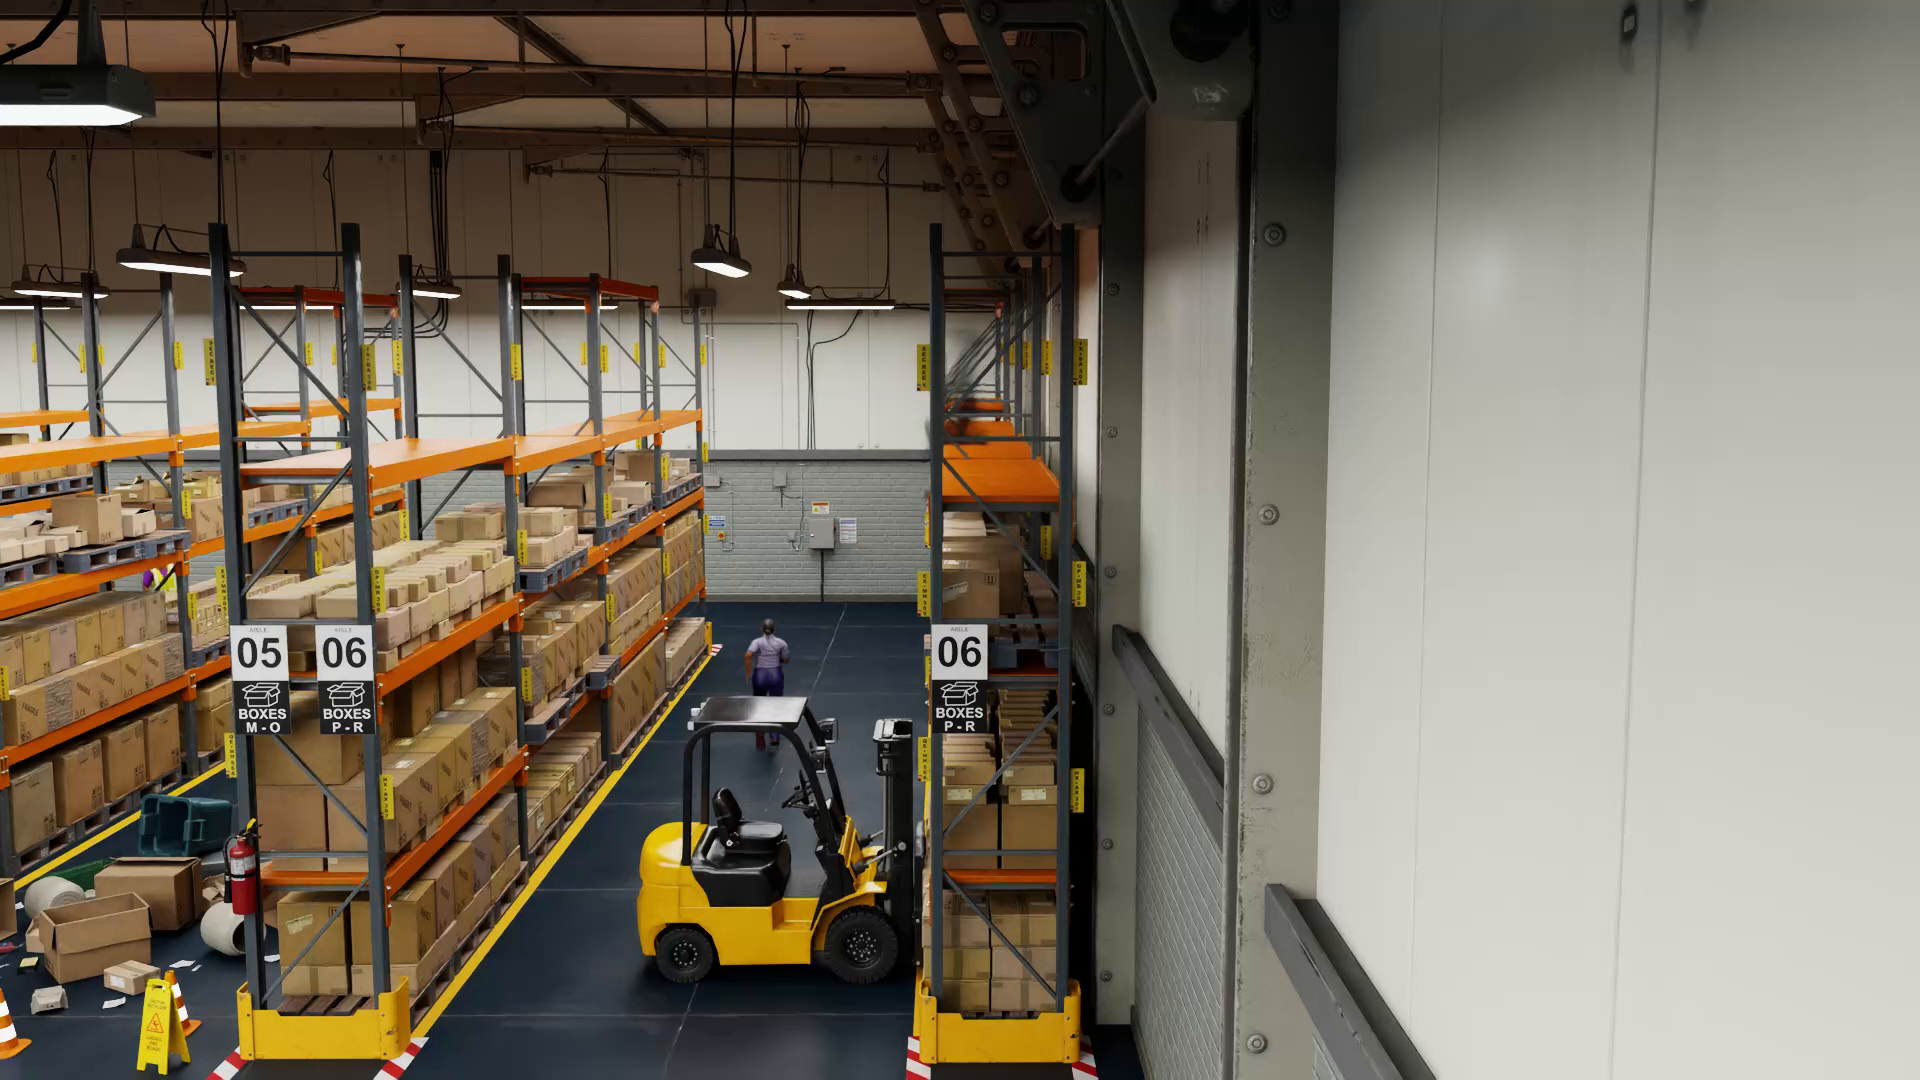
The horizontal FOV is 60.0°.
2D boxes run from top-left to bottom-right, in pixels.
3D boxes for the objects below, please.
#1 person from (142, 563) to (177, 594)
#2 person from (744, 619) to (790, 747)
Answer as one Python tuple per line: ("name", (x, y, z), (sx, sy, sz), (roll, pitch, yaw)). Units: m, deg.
("person", (-13.615, 0.997, 28.572), (0.747, 1.692, 0.527), (-4, 8, -33))
("person", (-2.474, 1.885, 21.392), (0.575, 1.708, 0.780), (-1, 7, -6))
